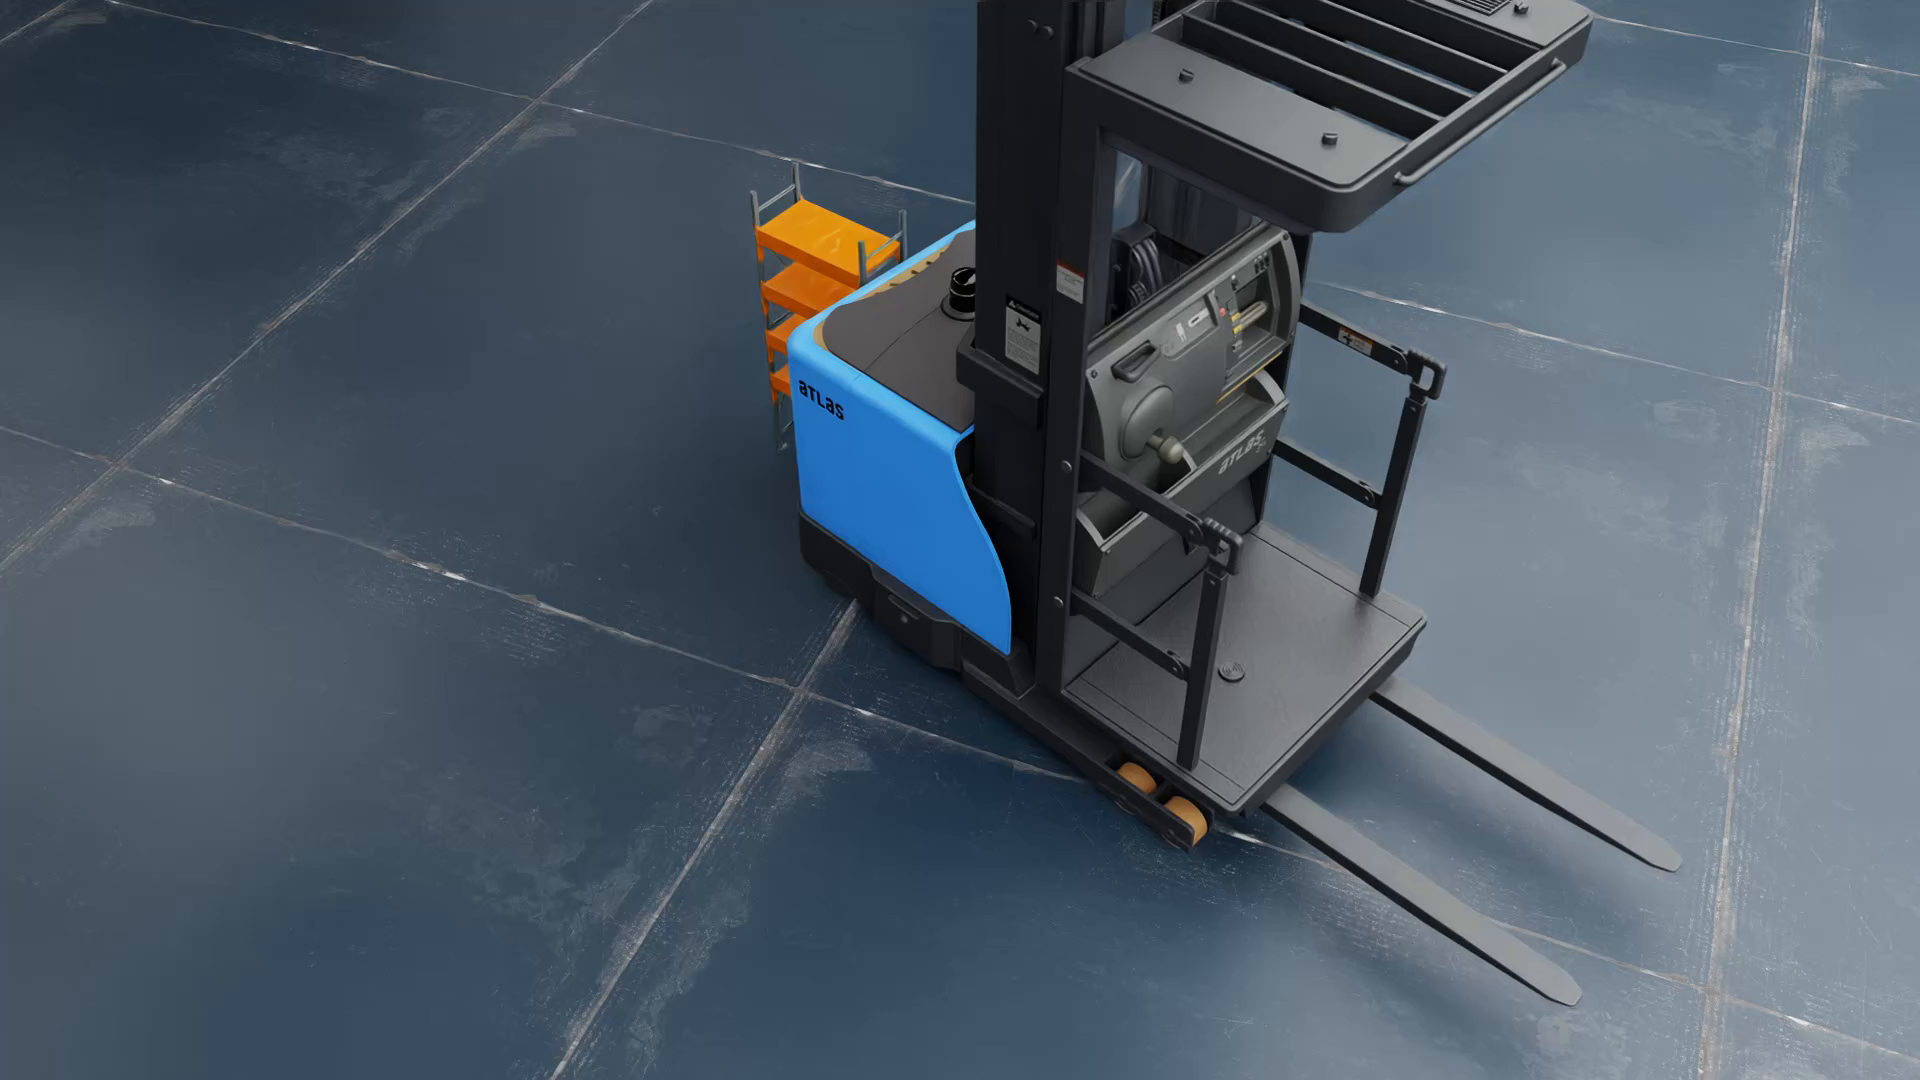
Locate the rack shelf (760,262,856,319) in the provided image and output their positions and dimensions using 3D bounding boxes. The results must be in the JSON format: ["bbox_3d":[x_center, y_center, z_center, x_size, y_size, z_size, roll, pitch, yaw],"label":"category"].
[{"bbox_3d":[-0.457,-0.850,6.032,0.480,0.148,0.258,28,51,25],"label":"rack shelf"}]

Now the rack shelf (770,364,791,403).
[{"bbox_3d":[-0.457,-0.551,6.330,0.480,0.148,0.258,28,51,25],"label":"rack shelf"}]

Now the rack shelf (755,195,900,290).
[{"bbox_3d":[-0.457,-1.018,5.865,0.480,0.148,0.258,28,51,25],"label":"rack shelf"}]

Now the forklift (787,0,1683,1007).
[{"bbox_3d":[0.835,-0.484,4.658,3.031,2.935,1.130,34,54,29],"label":"forklift"}]

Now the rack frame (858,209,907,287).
[{"bbox_3d":[-0.263,-0.635,6.038,0.015,1.200,0.240,28,51,25],"label":"rack frame"}]

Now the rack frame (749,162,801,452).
[{"bbox_3d":[-0.651,-0.843,6.247,0.015,1.200,0.240,28,51,25],"label":"rack frame"}]

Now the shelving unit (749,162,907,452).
[{"bbox_3d":[-0.457,-0.739,6.142,0.503,1.200,0.258,28,51,25],"label":"shelving unit"}]

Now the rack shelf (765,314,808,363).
[{"bbox_3d":[-0.457,-0.692,6.190,0.480,0.148,0.258,28,51,25],"label":"rack shelf"}]
